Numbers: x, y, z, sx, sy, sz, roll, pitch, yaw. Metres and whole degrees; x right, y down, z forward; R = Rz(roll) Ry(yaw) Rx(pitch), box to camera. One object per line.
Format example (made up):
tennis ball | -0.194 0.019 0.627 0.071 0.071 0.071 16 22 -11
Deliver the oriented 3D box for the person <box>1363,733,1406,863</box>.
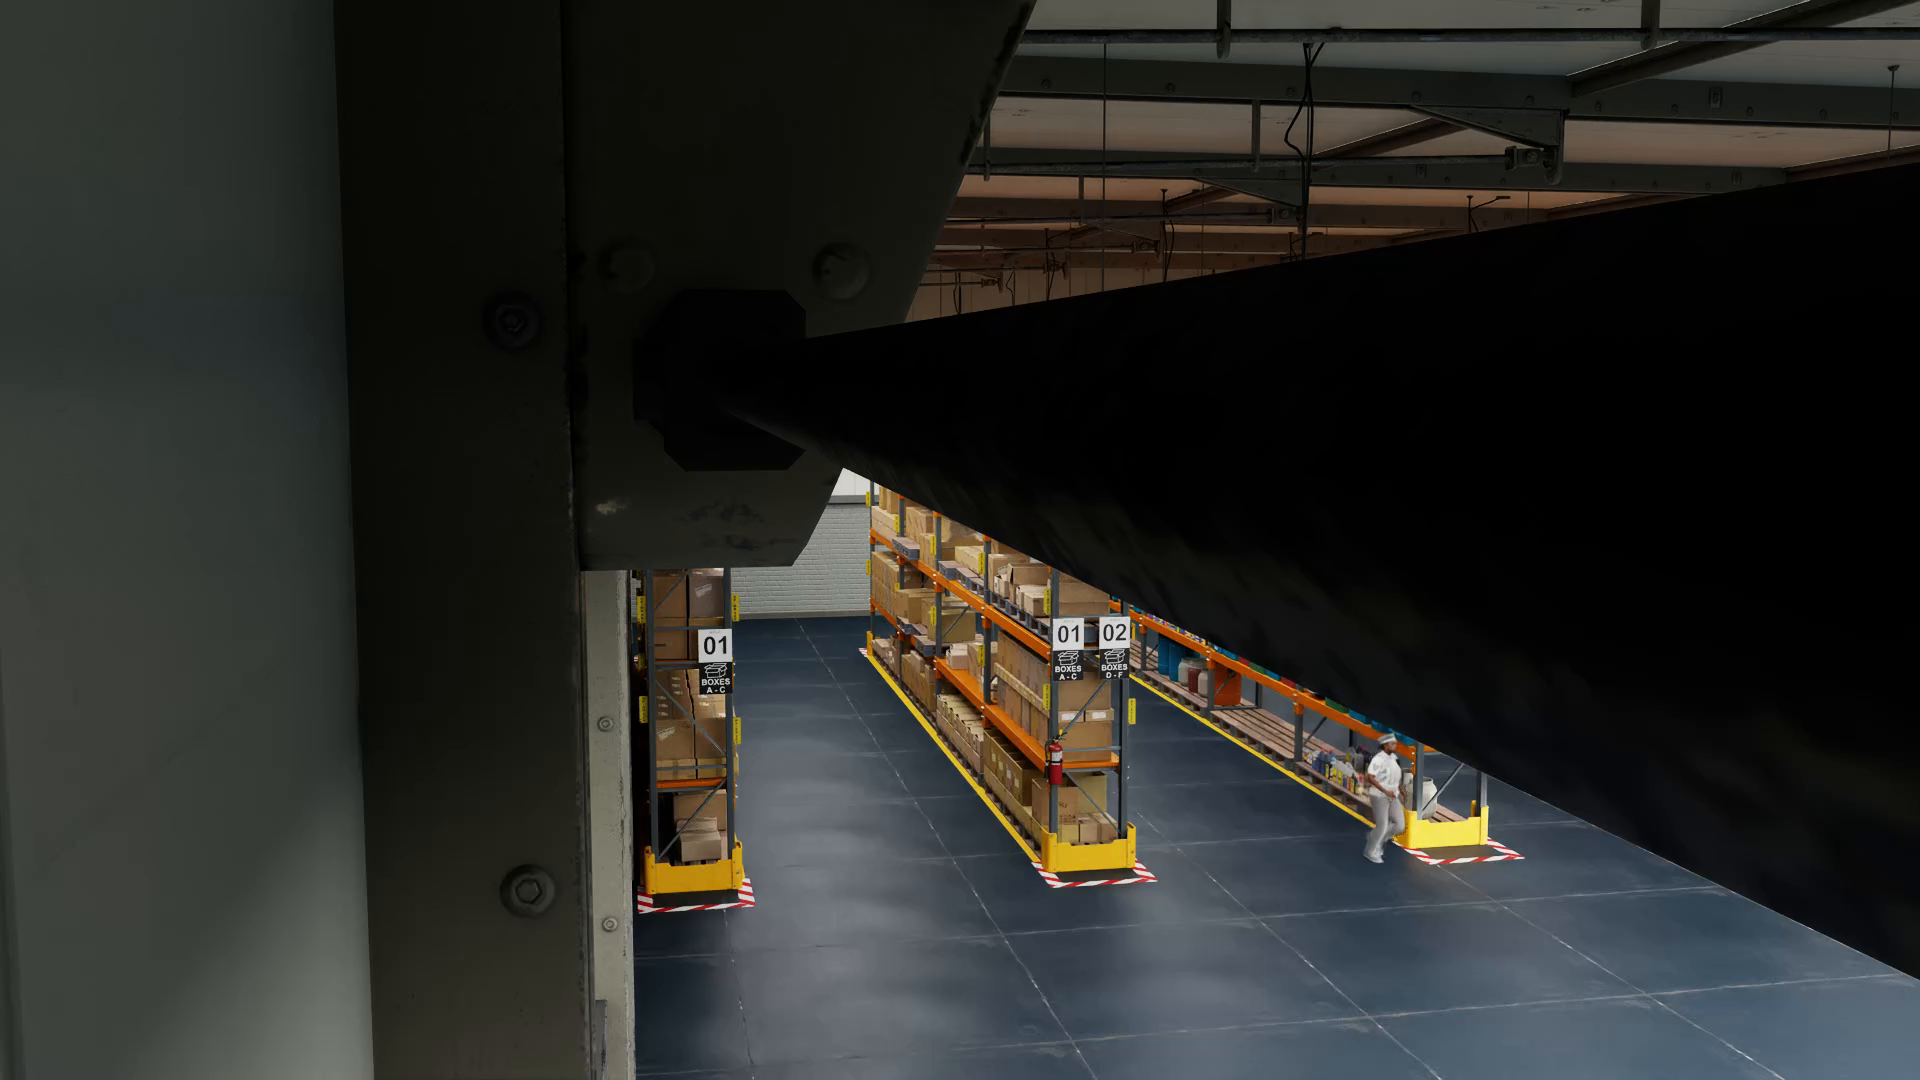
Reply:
person | 5.497 3.294 21.312 0.650 1.652 0.502 -5 7 -37
